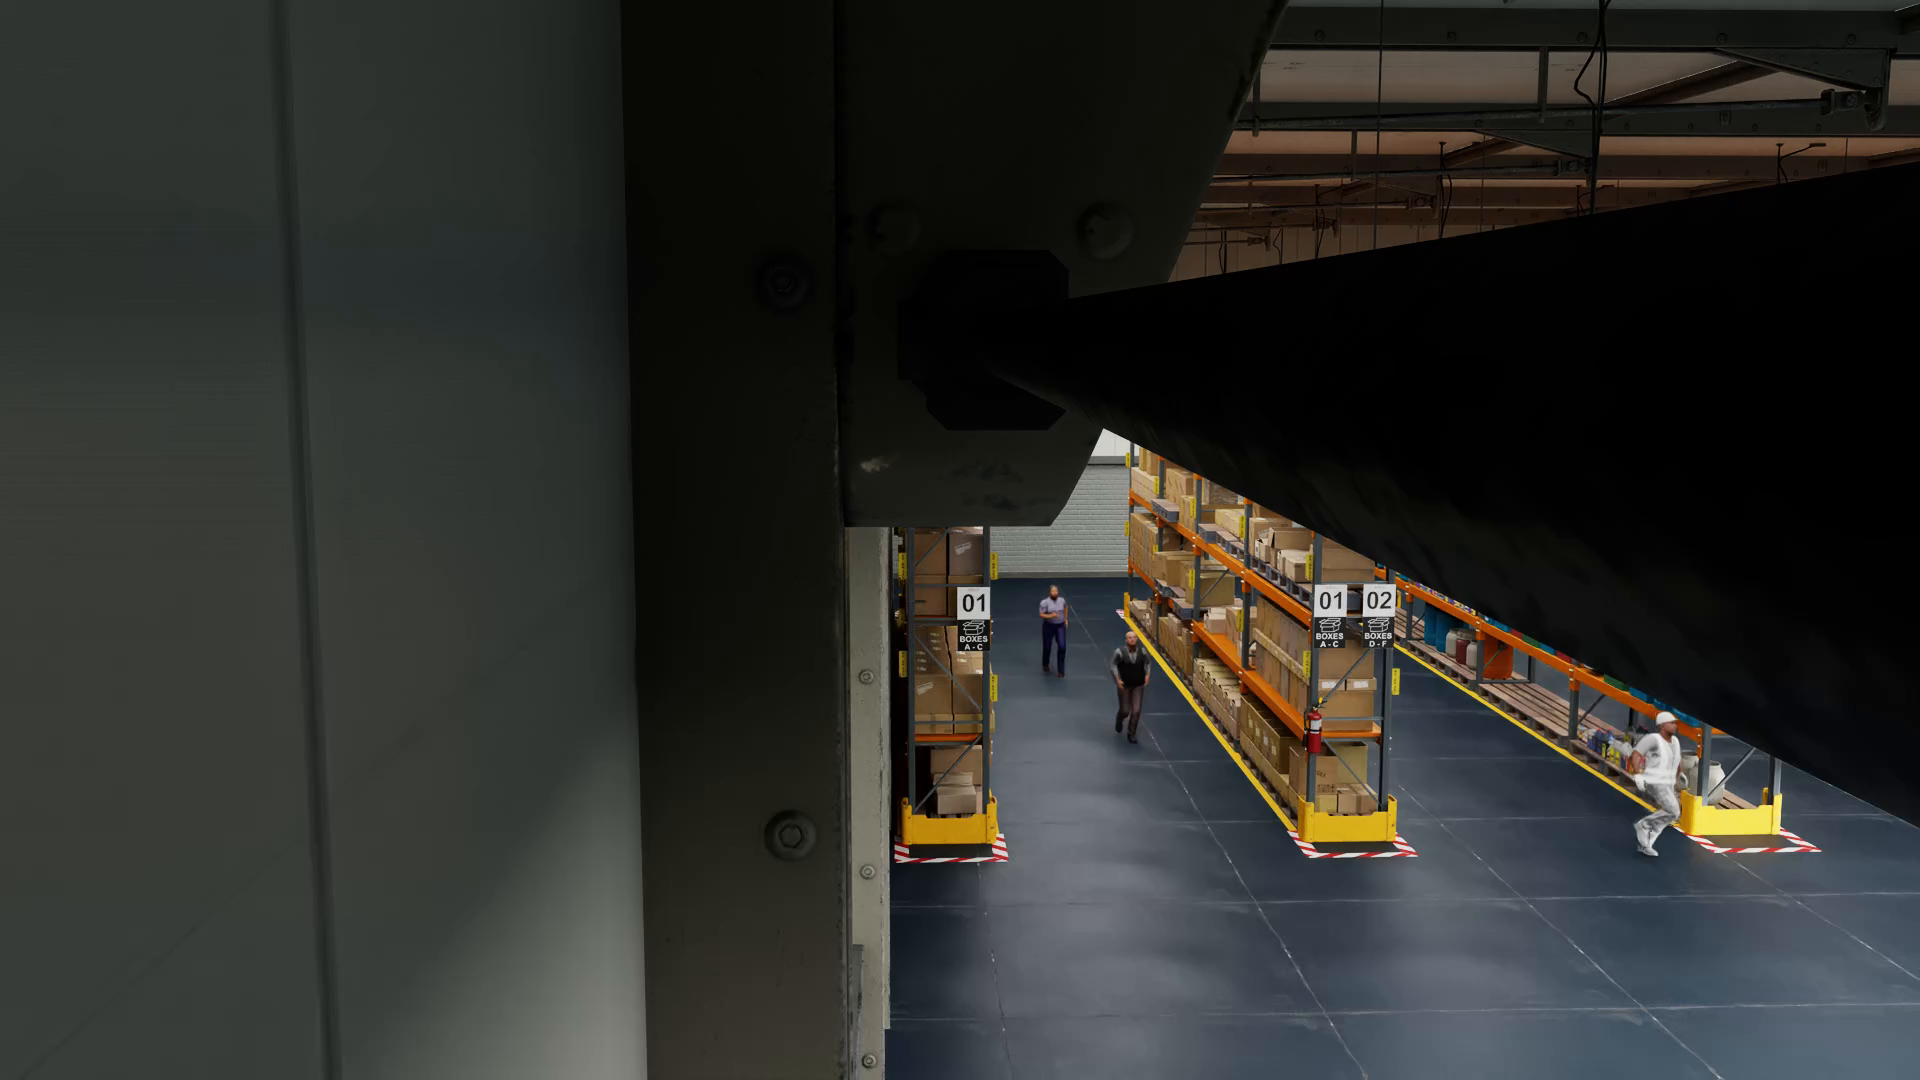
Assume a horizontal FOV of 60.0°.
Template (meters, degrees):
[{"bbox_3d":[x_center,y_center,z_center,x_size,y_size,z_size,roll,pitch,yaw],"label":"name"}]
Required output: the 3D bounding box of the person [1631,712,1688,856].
[{"bbox_3d":[8.472,2.933,19.995,0.732,1.702,0.566,-5,9,-35],"label":"person"}]

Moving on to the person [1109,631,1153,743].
[{"bbox_3d":[2.626,2.234,25.566,0.682,1.702,0.605,-1,7,-7],"label":"person"}]

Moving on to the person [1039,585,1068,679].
[{"bbox_3d":[1.705,1.672,30.197,0.574,1.740,0.751,-1,7,-8],"label":"person"}]
